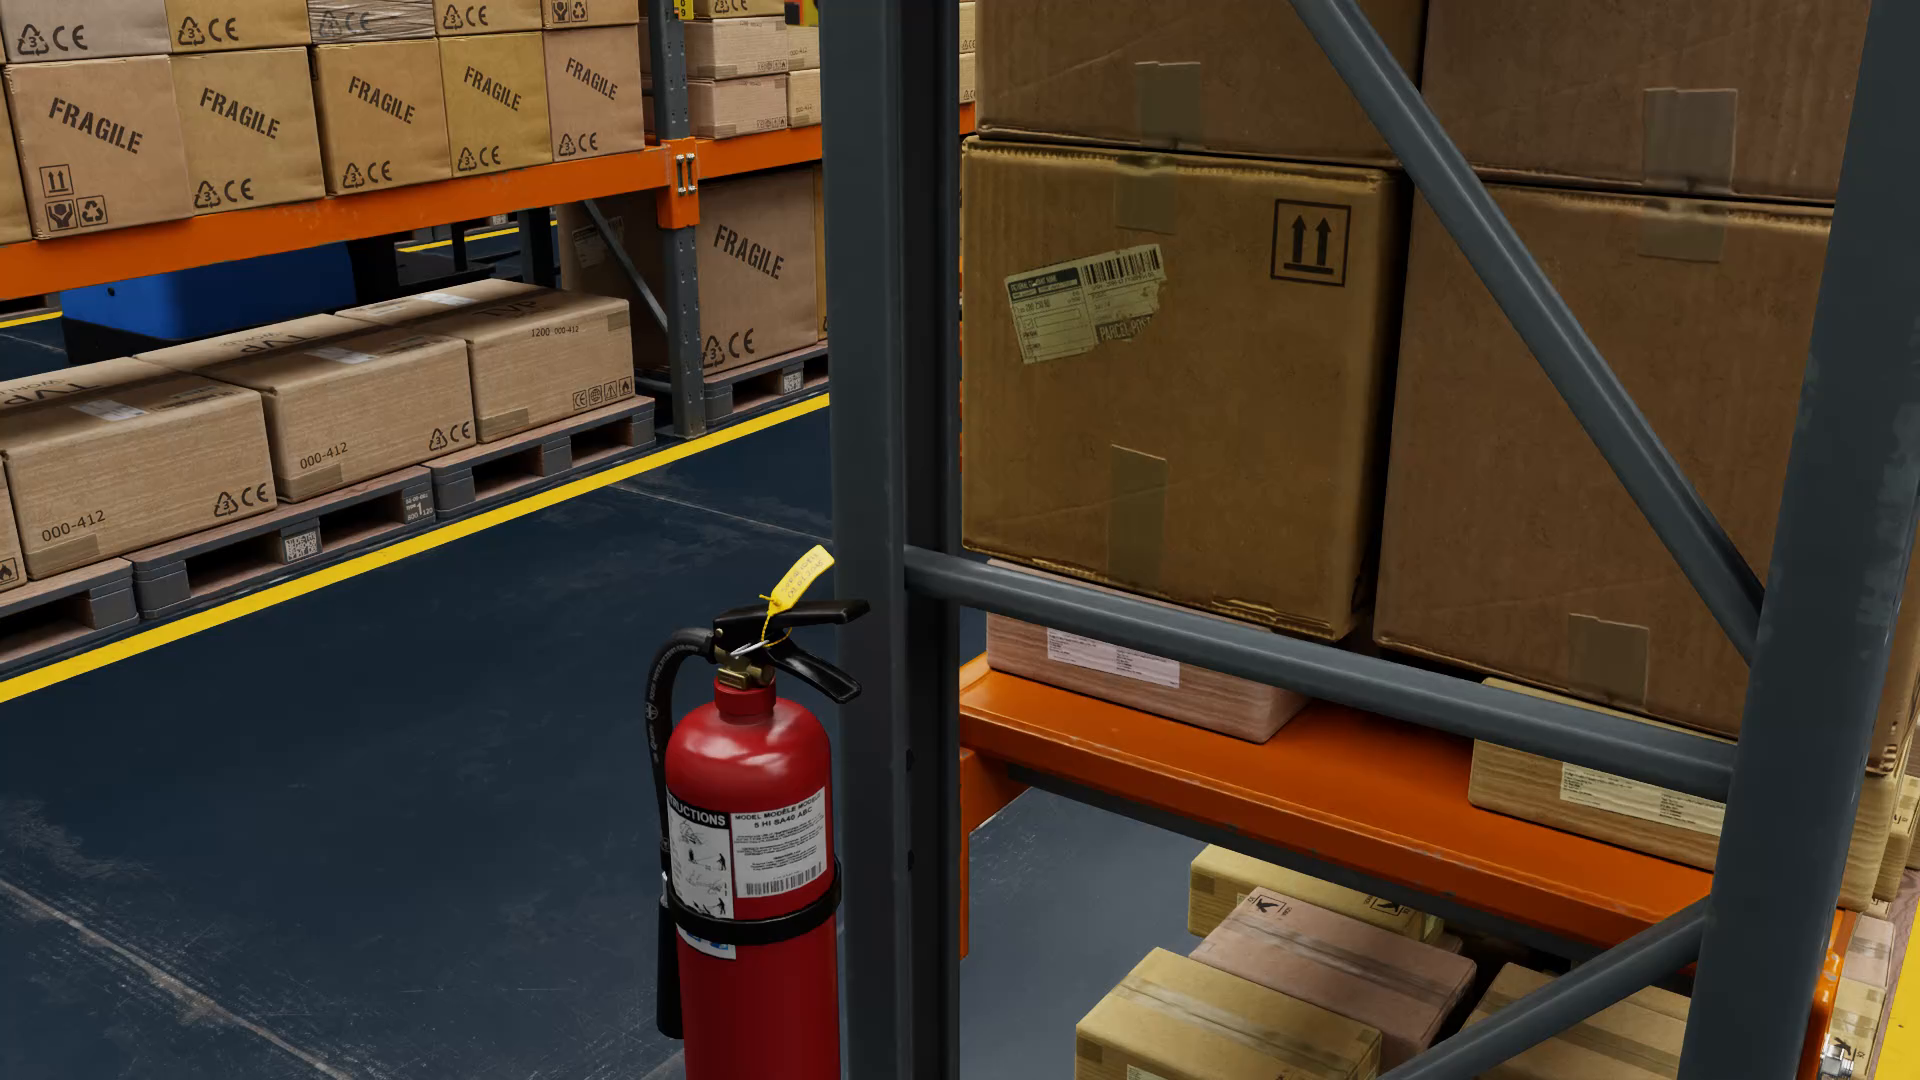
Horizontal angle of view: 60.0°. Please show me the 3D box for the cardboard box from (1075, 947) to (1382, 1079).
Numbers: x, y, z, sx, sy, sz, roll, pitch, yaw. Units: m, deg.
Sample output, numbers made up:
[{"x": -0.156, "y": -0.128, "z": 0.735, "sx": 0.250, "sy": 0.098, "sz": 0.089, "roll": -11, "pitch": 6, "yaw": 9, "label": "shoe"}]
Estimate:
[{"x": 0.395, "y": 0.784, "z": 2.469, "sx": 0.380, "sy": 0.149, "sz": 0.250, "roll": 14, "pitch": 24, "yaw": 32, "label": "cardboard box"}]

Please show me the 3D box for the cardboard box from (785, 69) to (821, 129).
[{"x": -0.840, "y": -2.113, "z": 7.871, "sx": 0.500, "sy": 0.250, "sz": 0.500, "roll": 13, "pitch": 24, "yaw": 31, "label": "cardboard box"}]

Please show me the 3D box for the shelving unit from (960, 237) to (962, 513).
[{"x": -0.093, "y": -0.515, "z": 5.928, "sx": 0.258, "sy": 1.200, "sz": 0.503, "roll": 13, "pitch": 24, "yaw": 32, "label": "shelving unit"}]

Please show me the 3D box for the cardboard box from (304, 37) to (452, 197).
[{"x": -2.199, "y": -1.528, "z": 5.929, "sx": 0.500, "sy": 0.500, "sz": 0.500, "roll": 13, "pitch": 24, "yaw": 31, "label": "cardboard box"}]

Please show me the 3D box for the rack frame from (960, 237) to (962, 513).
[{"x": 0.044, "y": -0.585, "z": 6.118, "sx": 0.240, "sy": 1.200, "sz": 0.015, "roll": 13, "pitch": 24, "yaw": 32, "label": "rack frame"}]

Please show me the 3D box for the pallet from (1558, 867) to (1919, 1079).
[{"x": 1.522, "y": 0.835, "z": 3.703, "sx": 1.003, "sy": 0.211, "sz": 1.213, "roll": 13, "pitch": 24, "yaw": 32, "label": "pallet"}]

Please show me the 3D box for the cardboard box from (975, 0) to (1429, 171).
[{"x": 0.359, "y": -0.711, "z": 1.850, "sx": 0.500, "sy": 0.500, "sz": 0.500, "roll": 13, "pitch": 24, "yaw": 31, "label": "cardboard box"}]

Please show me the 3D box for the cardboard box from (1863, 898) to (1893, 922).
[{"x": 1.725, "y": 0.730, "z": 3.473, "sx": 0.380, "sy": 0.149, "sz": 0.250, "roll": 13, "pitch": 24, "yaw": 32, "label": "cardboard box"}]

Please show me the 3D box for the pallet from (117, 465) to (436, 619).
[{"x": -2.772, "y": -0.098, "z": 6.226, "sx": 1.003, "sy": 0.211, "sz": 1.213, "roll": 13, "pitch": 24, "yaw": 32, "label": "pallet"}]

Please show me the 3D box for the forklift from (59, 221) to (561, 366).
[{"x": -3.345, "y": -2.562, "z": 8.966, "sx": 1.130, "sy": 2.935, "sz": 3.031, "roll": 13, "pitch": 24, "yaw": 31, "label": "forklift"}]

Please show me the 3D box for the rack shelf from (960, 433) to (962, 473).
[{"x": -0.093, "y": -0.266, "z": 6.021, "sx": 0.258, "sy": 0.148, "sz": 0.480, "roll": 13, "pitch": 24, "yaw": 32, "label": "rack shelf"}]

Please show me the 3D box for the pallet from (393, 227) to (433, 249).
[{"x": -4.591, "y": -2.212, "z": 11.940, "sx": 1.003, "sy": 0.211, "sz": 1.213, "roll": 13, "pitch": 24, "yaw": 32, "label": "pallet"}]

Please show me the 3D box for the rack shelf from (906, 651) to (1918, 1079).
[{"x": 1.431, "y": -0.113, "z": 3.283, "sx": 1.077, "sy": 0.370, "sz": 4.000, "roll": 13, "pitch": 24, "yaw": 32, "label": "rack shelf"}]

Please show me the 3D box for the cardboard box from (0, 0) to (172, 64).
[{"x": -2.770, "y": -1.709, "z": 4.977, "sx": 0.500, "sy": 0.500, "sz": 0.500, "roll": 13, "pitch": 24, "yaw": 31, "label": "cardboard box"}]

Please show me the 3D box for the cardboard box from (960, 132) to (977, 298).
[{"x": -0.308, "y": -1.871, "z": 9.457, "sx": 0.875, "sy": 0.875, "sz": 0.875, "roll": 14, "pitch": 24, "yaw": 32, "label": "cardboard box"}]

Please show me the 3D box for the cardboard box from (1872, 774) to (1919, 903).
[{"x": 1.606, "y": 0.519, "z": 3.184, "sx": 0.380, "sy": 0.149, "sz": 0.250, "roll": 14, "pitch": 24, "yaw": 33, "label": "cardboard box"}]

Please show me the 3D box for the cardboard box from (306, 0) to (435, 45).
[{"x": -2.202, "y": -1.995, "z": 5.749, "sx": 0.500, "sy": 0.500, "sz": 0.500, "roll": 14, "pitch": 24, "yaw": 33, "label": "cardboard box"}]

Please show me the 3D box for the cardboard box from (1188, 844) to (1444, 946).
[{"x": 0.624, "y": 0.624, "z": 2.902, "sx": 0.380, "sy": 0.149, "sz": 0.250, "roll": 13, "pitch": 24, "yaw": 31, "label": "cardboard box"}]

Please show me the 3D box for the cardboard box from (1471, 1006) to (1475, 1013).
[{"x": 0.839, "y": 0.846, "z": 3.157, "sx": 0.380, "sy": 0.149, "sz": 0.250, "roll": 14, "pitch": 24, "yaw": 32, "label": "cardboard box"}]

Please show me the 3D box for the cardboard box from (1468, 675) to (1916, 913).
[{"x": 0.760, "y": 0.213, "z": 1.729, "sx": 0.380, "sy": 0.149, "sz": 0.250, "roll": 13, "pitch": 24, "yaw": 31, "label": "cardboard box"}]

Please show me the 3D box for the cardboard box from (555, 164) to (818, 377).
[{"x": -1.313, "y": -1.354, "z": 8.059, "sx": 0.875, "sy": 0.875, "sz": 0.875, "roll": 14, "pitch": 25, "yaw": 33, "label": "cardboard box"}]

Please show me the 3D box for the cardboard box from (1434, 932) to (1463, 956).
[{"x": 0.659, "y": 0.768, "z": 2.941, "sx": 0.380, "sy": 0.149, "sz": 0.250, "roll": 12, "pitch": 24, "yaw": 30, "label": "cardboard box"}]

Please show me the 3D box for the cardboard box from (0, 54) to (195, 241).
[{"x": -2.774, "y": -1.234, "z": 5.134, "sx": 0.500, "sy": 0.500, "sz": 0.500, "roll": 13, "pitch": 24, "yaw": 32, "label": "cardboard box"}]

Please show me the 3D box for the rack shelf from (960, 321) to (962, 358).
[{"x": -0.093, "y": -0.662, "z": 5.874, "sx": 0.258, "sy": 0.148, "sz": 0.480, "roll": 13, "pitch": 24, "yaw": 32, "label": "rack shelf"}]

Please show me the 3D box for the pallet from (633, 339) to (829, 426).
[{"x": -1.223, "y": -0.888, "z": 8.363, "sx": 1.003, "sy": 0.211, "sz": 1.213, "roll": 13, "pitch": 24, "yaw": 32, "label": "pallet"}]

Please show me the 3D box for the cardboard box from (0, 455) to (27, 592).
[{"x": -3.555, "y": -0.017, "z": 5.074, "sx": 0.875, "sy": 0.438, "sz": 0.875, "roll": 12, "pitch": 24, "yaw": 30, "label": "cardboard box"}]

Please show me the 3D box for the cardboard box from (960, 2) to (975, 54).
[{"x": -0.256, "y": -2.636, "z": 8.563, "sx": 0.500, "sy": 0.250, "sz": 0.500, "roll": 12, "pitch": 24, "yaw": 30, "label": "cardboard box"}]

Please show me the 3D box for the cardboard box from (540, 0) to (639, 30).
[{"x": -1.632, "y": -2.287, "z": 6.538, "sx": 0.500, "sy": 0.500, "sz": 0.500, "roll": 13, "pitch": 24, "yaw": 31, "label": "cardboard box"}]

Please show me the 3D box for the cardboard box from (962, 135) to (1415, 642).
[{"x": 0.347, "y": -0.242, "z": 2.022, "sx": 0.500, "sy": 0.500, "sz": 0.500, "roll": 14, "pitch": 24, "yaw": 33, "label": "cardboard box"}]

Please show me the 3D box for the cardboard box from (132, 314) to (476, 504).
[{"x": -2.539, "y": -0.539, "z": 6.487, "sx": 0.875, "sy": 0.438, "sz": 0.875, "roll": 12, "pitch": 24, "yaw": 30, "label": "cardboard box"}]

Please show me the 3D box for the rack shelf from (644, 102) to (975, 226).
[{"x": -0.471, "y": -2.197, "z": 8.917, "sx": 1.077, "sy": 0.370, "sz": 4.000, "roll": 13, "pitch": 24, "yaw": 32, "label": "rack shelf"}]

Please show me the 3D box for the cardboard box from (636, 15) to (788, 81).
[{"x": -1.114, "y": -2.196, "z": 7.373, "sx": 0.500, "sy": 0.250, "sz": 0.500, "roll": 12, "pitch": 24, "yaw": 30, "label": "cardboard box"}]

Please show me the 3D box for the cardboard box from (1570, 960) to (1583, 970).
[{"x": 1.257, "y": 0.664, "z": 2.794, "sx": 0.380, "sy": 0.149, "sz": 0.250, "roll": 12, "pitch": 23, "yaw": 29, "label": "cardboard box"}]

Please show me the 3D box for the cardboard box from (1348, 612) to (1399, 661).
[{"x": 0.428, "y": 0.029, "z": 2.225, "sx": 0.380, "sy": 0.149, "sz": 0.250, "roll": 13, "pitch": 24, "yaw": 32, "label": "cardboard box"}]

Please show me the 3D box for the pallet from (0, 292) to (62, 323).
[{"x": -6.089, "y": -1.422, "z": 9.806, "sx": 1.003, "sy": 0.211, "sz": 1.213, "roll": 13, "pitch": 24, "yaw": 32, "label": "pallet"}]

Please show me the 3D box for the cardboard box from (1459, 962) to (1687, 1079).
[{"x": 0.938, "y": 0.798, "z": 2.430, "sx": 0.380, "sy": 0.149, "sz": 0.250, "roll": 14, "pitch": 24, "yaw": 33, "label": "cardboard box"}]

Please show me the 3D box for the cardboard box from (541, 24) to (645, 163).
[{"x": -1.644, "y": -1.824, "z": 6.729, "sx": 0.500, "sy": 0.500, "sz": 0.500, "roll": 14, "pitch": 24, "yaw": 32, "label": "cardboard box"}]

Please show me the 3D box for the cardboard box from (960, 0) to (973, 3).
[{"x": -0.277, "y": -2.991, "z": 8.441, "sx": 0.500, "sy": 0.500, "sz": 0.500, "roll": 13, "pitch": 24, "yaw": 31, "label": "cardboard box"}]
